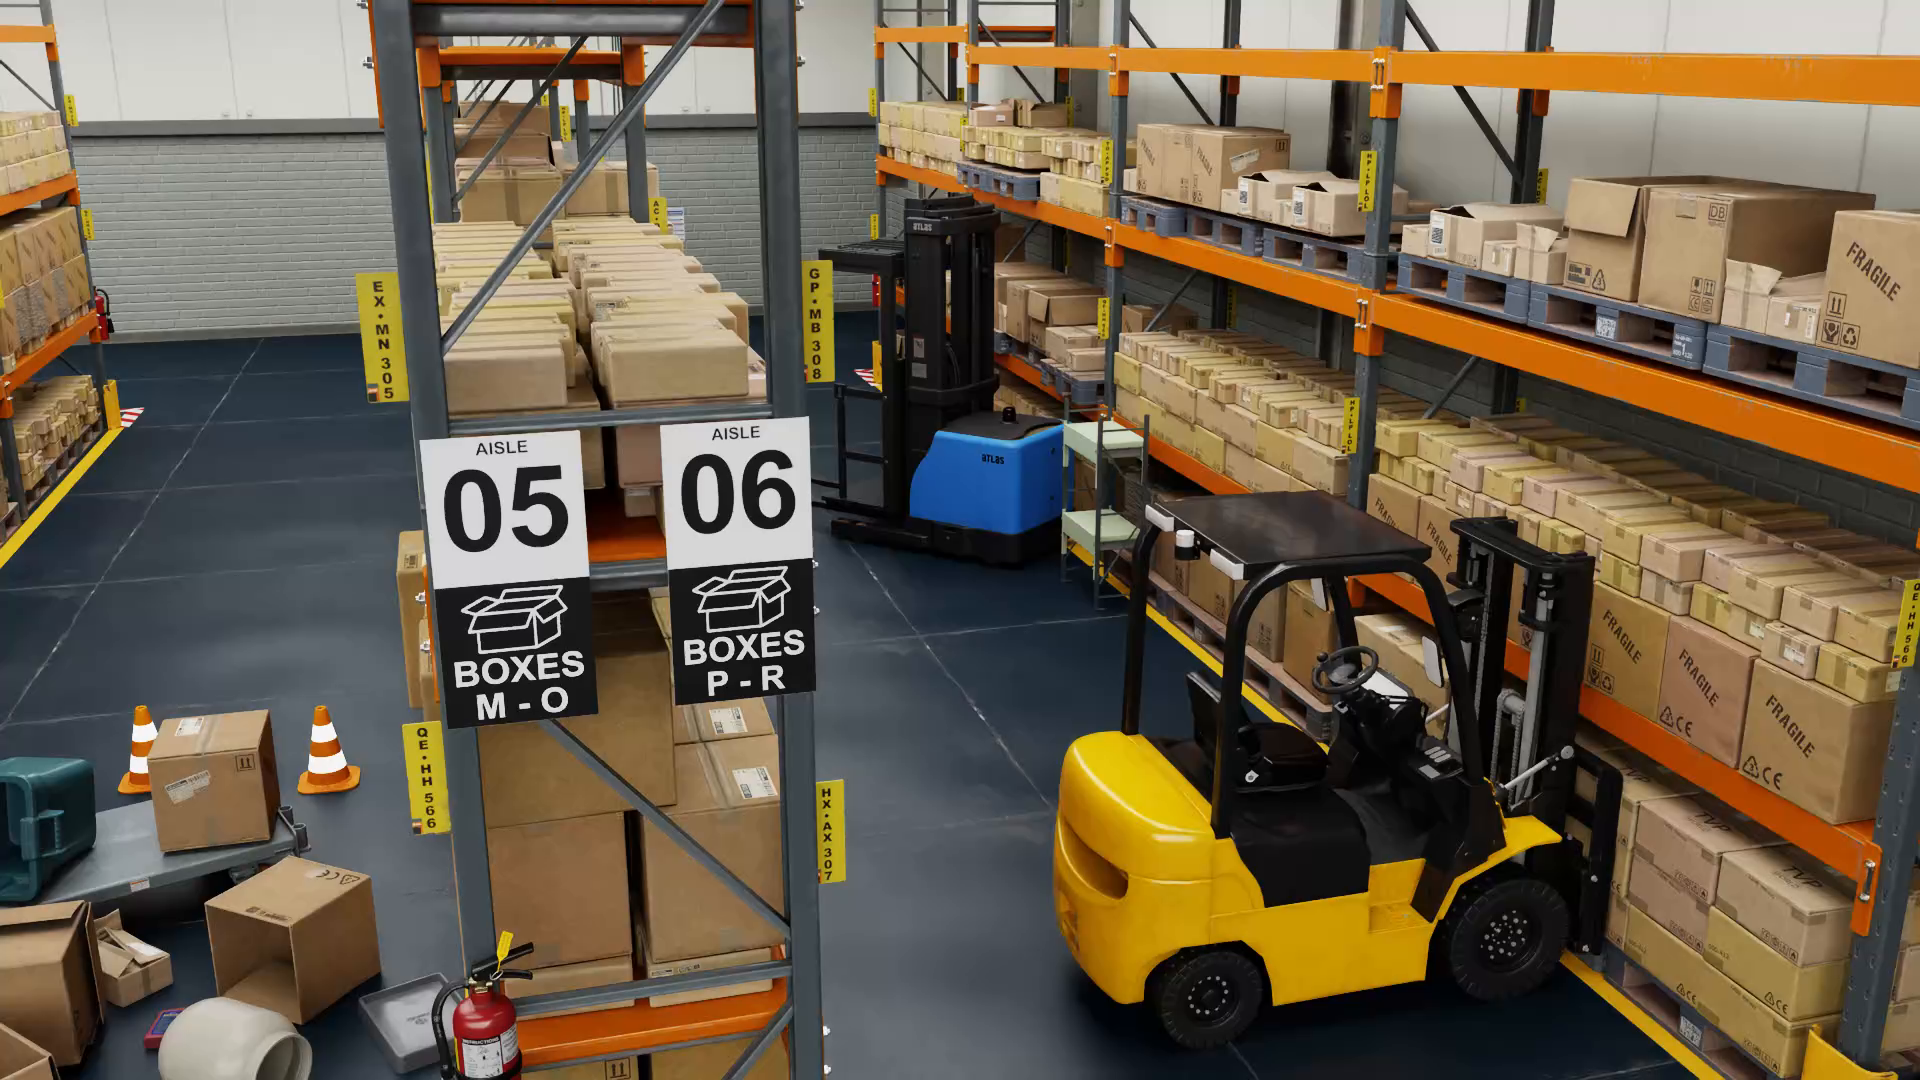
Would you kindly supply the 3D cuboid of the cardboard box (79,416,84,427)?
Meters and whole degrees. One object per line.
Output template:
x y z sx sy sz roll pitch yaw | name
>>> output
-9.535 -1.255 17.640 0.380 0.149 0.250 -5 17 -16 | cardboard box

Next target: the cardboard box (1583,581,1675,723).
3.200 0.473 7.490 0.500 0.500 0.500 -5 17 -16 | cardboard box

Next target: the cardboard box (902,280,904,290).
-0.477 -3.059 19.860 0.380 0.149 0.250 -4 17 -14 | cardboard box

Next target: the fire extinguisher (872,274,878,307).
-1.019 -3.292 20.981 0.296 0.674 0.183 -5 17 -15 | fire extinguisher

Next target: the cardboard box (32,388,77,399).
-9.431 -1.473 17.333 0.380 0.149 0.250 -5 18 -17 | cardboard box

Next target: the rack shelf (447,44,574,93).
-3.657 -3.788 13.365 1.077 0.370 4.000 -5 17 -15 | rack shelf

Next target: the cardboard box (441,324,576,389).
-1.320 -0.527 4.830 0.380 0.149 0.250 -4 17 -14 | cardboard box

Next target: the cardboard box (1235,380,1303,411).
2.076 -0.971 11.169 0.380 0.149 0.250 -5 17 -15 | cardboard box

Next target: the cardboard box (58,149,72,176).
-9.658 -3.951 17.437 0.500 0.250 0.500 -5 17 -16 | cardboard box

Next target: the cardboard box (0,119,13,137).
-9.101 -3.847 15.528 0.380 0.149 0.250 -4 17 -12 | cardboard box

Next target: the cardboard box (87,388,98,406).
-9.618 -1.546 18.093 0.380 0.149 0.250 -5 17 -17 | cardboard box

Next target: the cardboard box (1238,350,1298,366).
2.271 -1.295 12.247 0.380 0.149 0.250 -5 17 -16 | cardboard box

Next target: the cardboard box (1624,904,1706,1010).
3.302 1.794 7.314 0.500 0.250 0.500 -5 17 -15 | cardboard box

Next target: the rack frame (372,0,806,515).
-0.909 -1.558 3.996 1.000 3.000 0.127 -5 17 -15 | rack frame

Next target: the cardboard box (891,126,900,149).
-0.516 -4.728 19.506 0.500 0.250 0.500 -4 17 -14 | cardboard box

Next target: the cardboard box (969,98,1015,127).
0.312 -4.193 16.277 0.396 0.266 0.258 -5 17 -16 | cardboard box

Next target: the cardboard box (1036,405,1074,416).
0.929 -1.163 15.598 0.380 0.149 0.250 -5 17 -15 | cardboard box

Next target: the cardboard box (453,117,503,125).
-4.243 -3.423 14.515 0.500 0.500 0.500 -5 17 -16 | cardboard box

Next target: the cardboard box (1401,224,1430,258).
2.595 -1.602 8.889 0.380 0.149 0.250 -4 17 -14 | cardboard box

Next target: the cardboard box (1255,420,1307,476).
2.234 -0.609 10.658 0.500 0.250 0.500 -5 17 -17 | cardboard box

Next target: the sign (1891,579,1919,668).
3.337 0.293 5.838 0.100 0.325 0.005 -5 17 -15 | sign

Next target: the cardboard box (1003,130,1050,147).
0.619 -3.711 15.394 0.380 0.149 0.250 -4 17 -14 | cardboard box

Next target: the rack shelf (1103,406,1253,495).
2.214 -0.393 11.797 1.077 0.370 4.000 -5 17 -15 | rack shelf

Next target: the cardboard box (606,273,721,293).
-1.055 -0.855 5.920 0.380 0.149 0.250 -4 17 -14 | cardboard box

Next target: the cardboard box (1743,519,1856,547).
3.700 0.024 7.341 0.380 0.149 0.250 -4 17 -14 | cardboard box

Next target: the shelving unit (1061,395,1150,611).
1.107 -0.297 12.835 0.431 1.500 0.755 -5 17 -16 | shelving unit

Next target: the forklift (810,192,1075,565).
-0.521 -1.503 14.360 3.031 2.935 1.130 11 20 32 | forklift

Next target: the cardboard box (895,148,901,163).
-0.550 -4.494 19.420 0.380 0.149 0.250 -4 17 -14 | cardboard box

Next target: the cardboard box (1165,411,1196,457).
1.833 -0.796 12.147 0.500 0.250 0.500 -5 18 -17 | cardboard box

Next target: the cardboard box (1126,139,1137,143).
1.598 -3.324 14.139 0.380 0.149 0.250 -4 17 -13 | cardboard box

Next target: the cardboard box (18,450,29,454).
-8.886 -0.751 15.447 0.380 0.149 0.250 -5 17 -15 | cardboard box

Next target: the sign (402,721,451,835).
-1.448 0.648 4.519 0.100 0.325 0.005 -5 17 -15 | sign

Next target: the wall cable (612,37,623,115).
-3.727 -7.821 24.782 2.988 3.039 0.133 -5 17 -15 | wall cable

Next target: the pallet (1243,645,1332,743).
2.523 0.950 10.921 1.003 0.211 1.213 -5 17 -15 | pallet

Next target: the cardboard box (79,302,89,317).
-9.676 -2.503 18.007 0.380 0.149 0.250 -5 17 -15 | cardboard box

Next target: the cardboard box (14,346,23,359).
-9.037 -1.779 15.598 0.380 0.149 0.250 -6 18 -18 | cardboard box

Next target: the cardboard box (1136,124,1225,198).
1.629 -2.805 12.284 0.500 0.500 0.500 -5 17 -15 | cardboard box

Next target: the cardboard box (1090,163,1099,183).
1.283 -2.999 13.575 0.380 0.149 0.250 -5 17 -17 | cardboard box

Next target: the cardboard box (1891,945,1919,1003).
3.933 1.652 6.920 0.500 0.250 0.500 -4 17 -14 | cardboard box

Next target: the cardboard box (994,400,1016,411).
0.637 -1.103 16.526 0.500 0.500 0.500 -5 17 -16 | cardboard box

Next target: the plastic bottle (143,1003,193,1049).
-3.457 2.122 7.283 0.133 0.061 0.283 -2 17 -6 | plastic bottle

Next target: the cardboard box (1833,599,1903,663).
3.561 0.339 6.293 0.380 0.149 0.250 -5 17 -15 | cardboard box

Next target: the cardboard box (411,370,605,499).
-1.309 -0.312 4.806 0.500 0.250 0.500 -5 17 -16 | cardboard box

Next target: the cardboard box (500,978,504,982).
-1.394 1.288 5.387 0.380 0.149 0.250 -5 17 -16 | cardboard box

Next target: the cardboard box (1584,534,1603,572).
3.140 0.061 7.735 0.380 0.149 0.250 -5 17 -16 | cardboard box

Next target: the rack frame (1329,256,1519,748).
2.763 -0.184 9.852 1.000 3.000 0.127 -5 17 -15 | rack frame

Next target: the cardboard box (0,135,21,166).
-9.097 -3.619 15.465 0.500 0.250 0.500 -4 17 -14 | cardboard box

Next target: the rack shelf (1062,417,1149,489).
1.107 -0.671 12.722 0.431 0.370 0.720 -5 17 -16 | rack shelf

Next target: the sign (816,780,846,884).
-0.387 0.858 4.877 0.100 0.325 0.005 -5 17 -15 | sign

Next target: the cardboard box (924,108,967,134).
-0.085 -4.545 18.030 0.500 0.250 0.500 -4 17 -14 | cardboard box

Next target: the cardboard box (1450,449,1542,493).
2.775 -0.359 8.616 0.380 0.149 0.250 -4 17 -14 | cardboard box

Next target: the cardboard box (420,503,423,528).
-1.865 -0.037 6.933 0.700 0.500 0.500 -5 17 -16 | cardboard box

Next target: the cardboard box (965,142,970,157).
0.264 -3.849 16.369 0.380 0.149 0.250 -4 17 -14 | cardboard box

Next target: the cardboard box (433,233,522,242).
-2.072 -1.233 7.179 0.380 0.149 0.250 -5 18 -17 | cardboard box

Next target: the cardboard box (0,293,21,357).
-8.832 -1.932 14.978 0.500 0.500 0.500 -5 17 -16 | cardboard box

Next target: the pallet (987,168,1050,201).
0.964 -3.271 15.241 1.213 0.211 1.003 -5 17 -15 | pallet
